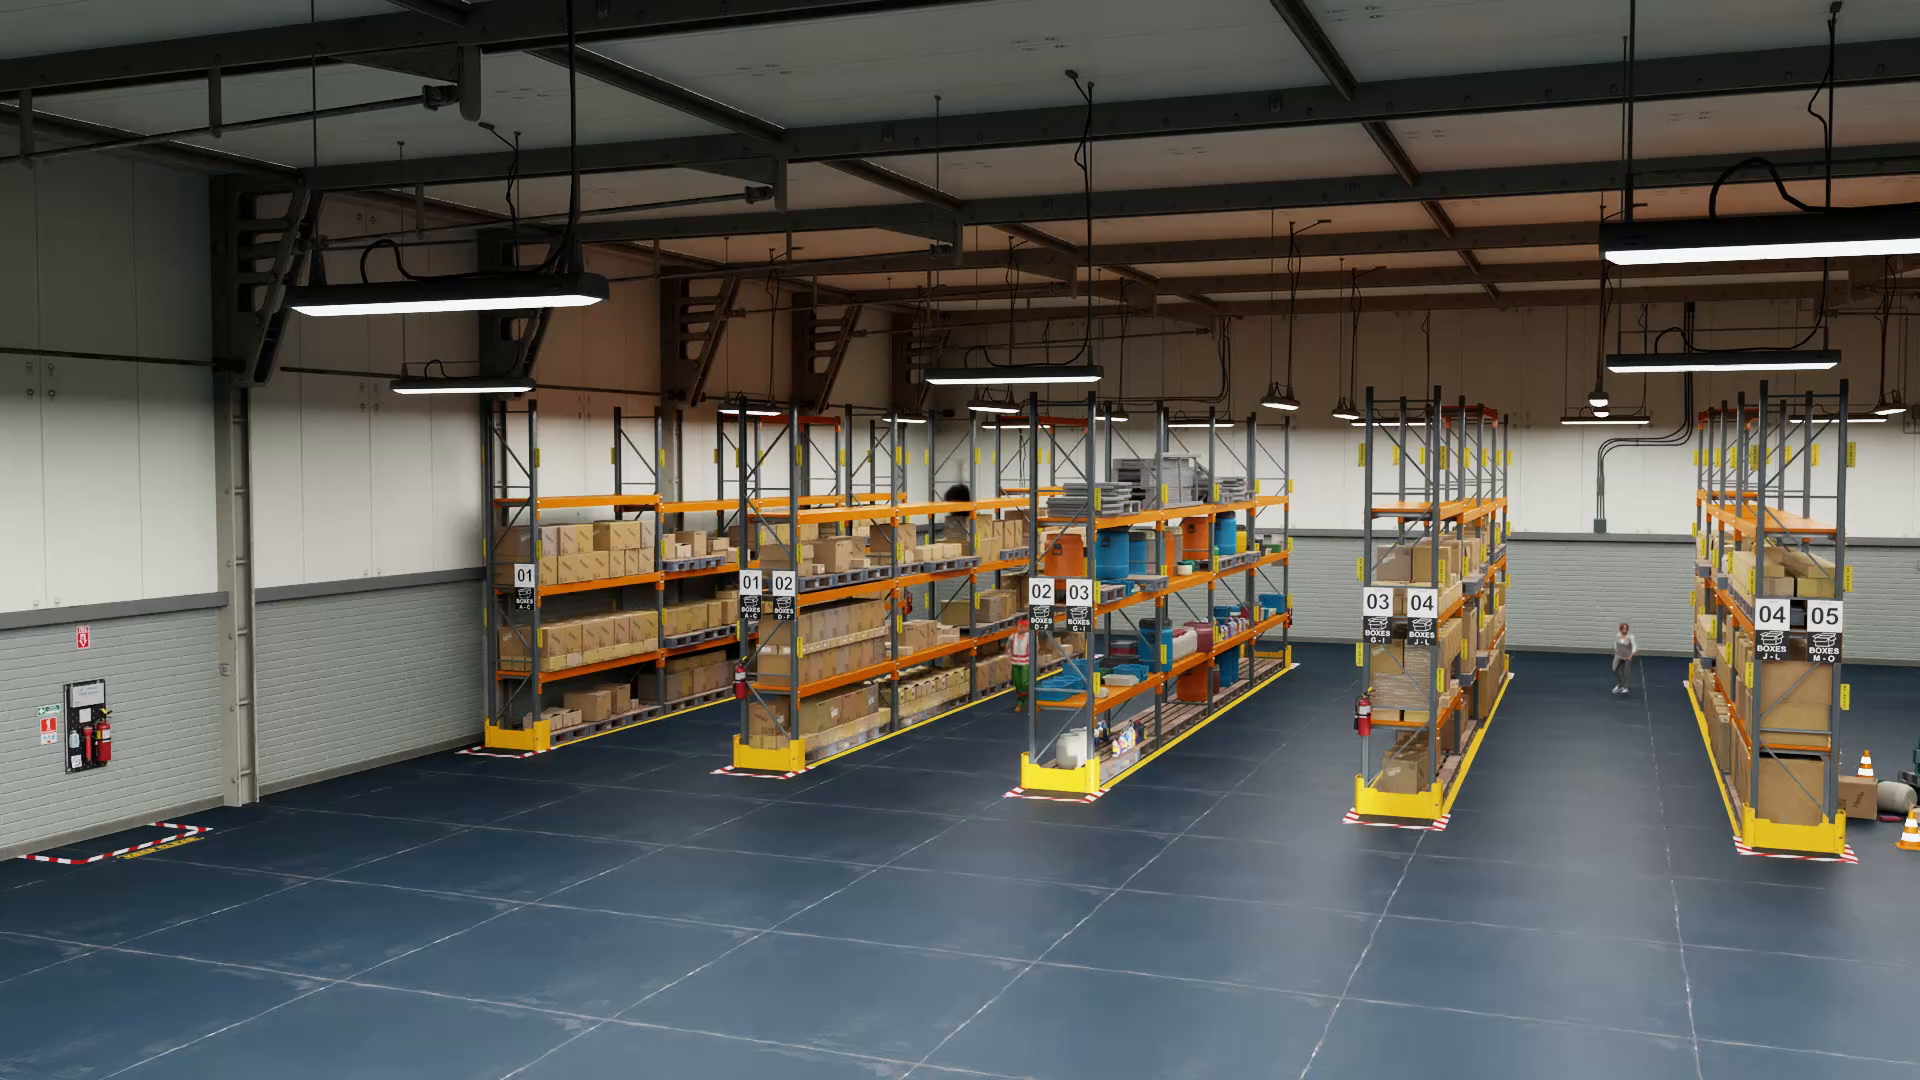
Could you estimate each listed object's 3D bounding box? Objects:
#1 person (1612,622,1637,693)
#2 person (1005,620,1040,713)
[{"bbox_3d":[14.031,2.490,35.097,0.526,1.528,0.731,2,3,36],"label":"person"},{"bbox_3d":[1.182,2.458,32.720,0.652,1.778,0.955,1,3,20],"label":"person"}]
